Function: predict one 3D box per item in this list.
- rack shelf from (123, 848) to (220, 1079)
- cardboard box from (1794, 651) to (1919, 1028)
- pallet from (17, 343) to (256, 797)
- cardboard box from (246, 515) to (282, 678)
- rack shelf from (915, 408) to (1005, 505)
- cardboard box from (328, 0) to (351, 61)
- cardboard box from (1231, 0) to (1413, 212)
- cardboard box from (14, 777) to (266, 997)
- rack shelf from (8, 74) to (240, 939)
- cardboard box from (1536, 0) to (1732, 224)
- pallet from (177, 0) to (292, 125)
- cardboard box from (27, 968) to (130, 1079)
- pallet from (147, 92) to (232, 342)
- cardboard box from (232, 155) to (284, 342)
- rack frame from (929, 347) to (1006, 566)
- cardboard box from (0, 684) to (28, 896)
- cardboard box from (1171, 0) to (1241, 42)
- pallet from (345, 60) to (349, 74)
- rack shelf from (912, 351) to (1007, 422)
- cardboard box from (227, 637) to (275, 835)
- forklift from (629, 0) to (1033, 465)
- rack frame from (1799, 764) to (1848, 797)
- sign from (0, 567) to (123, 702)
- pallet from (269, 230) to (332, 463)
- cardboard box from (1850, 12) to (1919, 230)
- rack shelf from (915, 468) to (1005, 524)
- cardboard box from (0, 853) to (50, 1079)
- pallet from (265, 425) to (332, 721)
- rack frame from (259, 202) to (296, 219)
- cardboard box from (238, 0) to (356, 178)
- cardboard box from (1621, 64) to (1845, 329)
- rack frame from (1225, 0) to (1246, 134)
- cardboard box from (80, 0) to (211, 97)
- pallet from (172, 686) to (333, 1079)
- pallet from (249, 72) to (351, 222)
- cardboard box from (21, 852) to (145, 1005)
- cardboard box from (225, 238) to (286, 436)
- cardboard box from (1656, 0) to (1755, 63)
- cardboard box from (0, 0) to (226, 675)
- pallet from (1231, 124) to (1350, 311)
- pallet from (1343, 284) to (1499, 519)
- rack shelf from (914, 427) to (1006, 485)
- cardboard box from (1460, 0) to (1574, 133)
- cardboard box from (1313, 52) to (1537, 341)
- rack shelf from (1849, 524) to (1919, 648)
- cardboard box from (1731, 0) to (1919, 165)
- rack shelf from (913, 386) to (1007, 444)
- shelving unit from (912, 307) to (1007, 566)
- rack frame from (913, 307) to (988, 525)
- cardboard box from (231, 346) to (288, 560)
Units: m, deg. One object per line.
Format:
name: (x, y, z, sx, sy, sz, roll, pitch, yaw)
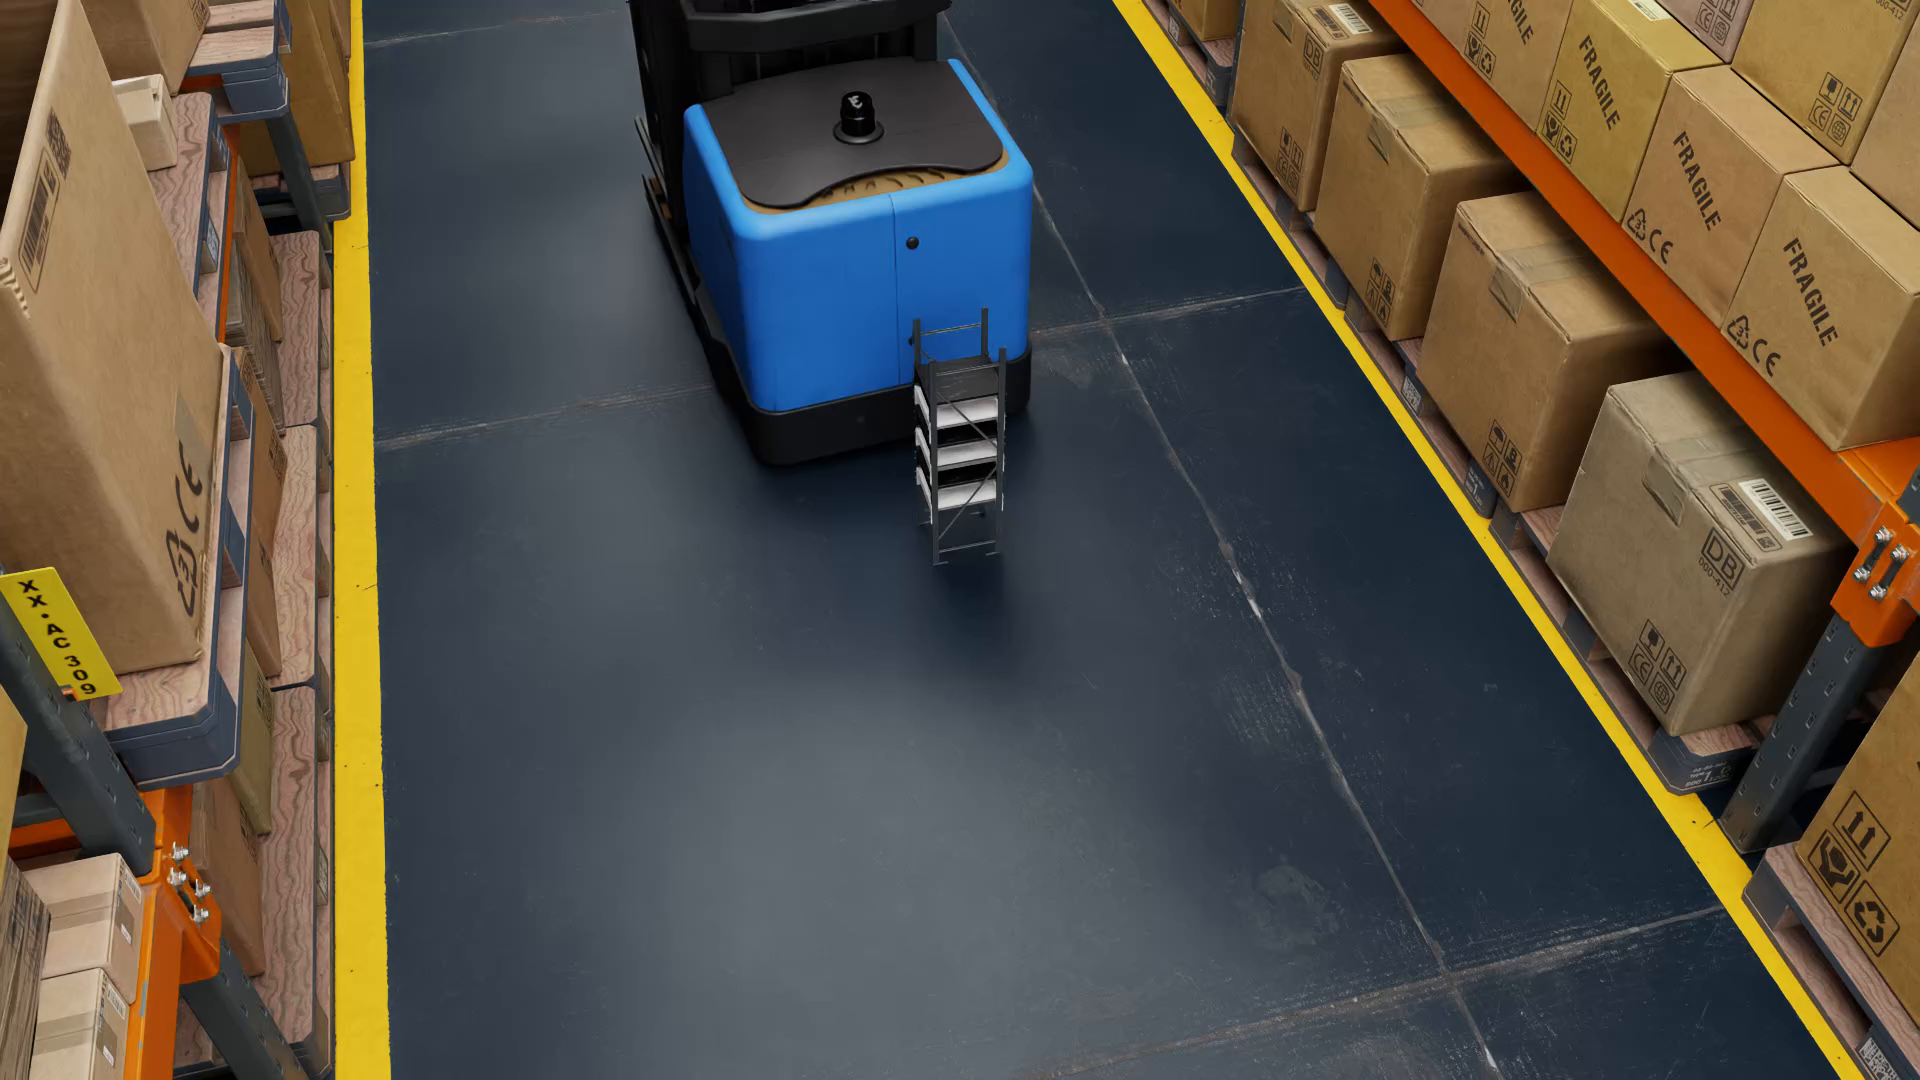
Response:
rack shelf: (-1.570, 2.209, 1.989, 1.077, 0.370, 4.000, -11, 47, -10)
cardboard box: (2.832, 0.783, 4.076, 0.875, 0.875, 0.875, -10, 46, -10)
pallet: (-2.137, 0.089, 3.697, 1.003, 0.211, 1.213, -11, 47, -10)
cardboard box: (-2.466, 0.150, 4.945, 0.700, 0.500, 0.500, -14, 47, -14)
rack shelf: (-0.002, -0.295, 5.460, 0.258, 0.252, 0.200, -11, 47, -10)
cardboard box: (-3.483, -2.686, 7.476, 1.225, 0.875, 0.875, -11, 47, -10)
cardboard box: (0.328, 0.007, 4.582, 5.455, 1.239, 5.693, -11, 47, -11)
cardboard box: (-2.218, 0.869, 4.240, 0.700, 0.500, 0.500, -14, 47, -13)
rack shelf: (-2.594, -0.553, 4.695, 1.077, 0.370, 4.000, -11, 47, -10)
cardboard box: (2.088, -1.305, 4.859, 0.500, 0.500, 0.500, -10, 46, -10)
pallet: (-2.821, -1.646, 5.397, 1.213, 0.211, 1.003, -11, 47, -10)
cardboard box: (-1.688, 0.933, 2.911, 0.380, 0.149, 0.250, -11, 47, -10)
pallet: (-2.560, -0.759, 4.528, 1.003, 0.211, 1.213, -11, 47, -10)
cardboard box: (-2.915, -1.006, 6.077, 0.700, 0.500, 0.500, -13, 47, -12)
rack frame: (0.024, -0.250, 5.365, 0.240, 0.900, 0.006, -11, 47, -10)
cardboard box: (-1.701, 0.347, 2.331, 0.500, 0.500, 0.500, -11, 47, -10)
cardboard box: (1.293, -2.701, 7.753, 0.500, 0.500, 0.500, -11, 47, -11)
pallet: (-3.544, -2.608, 8.158, 1.003, 0.211, 1.213, -11, 47, -10)
rack shelf: (6.545, -0.505, 3.555, 12.311, 2.546, 5.840, -11, 47, -10)
cardboard box: (-2.322, 0.537, 4.566, 0.700, 0.500, 0.500, -11, 47, -11)
forklift: (-4.114, -1.769, 5.432, 8.118, 2.935, 3.693, -14, 47, -13)
rack frame: (2.735, -0.260, 3.905, 0.949, 2.616, 0.053, -11, 47, -10)
sign: (-1.559, 0.169, 2.878, 0.100, 0.325, 0.005, -11, 47, -10)
pallet: (-10.761, -1.232, 6.809, 15.783, 0.211, 6.755, -11, 47, -10)
cardboard box: (2.606, -0.988, 3.848, 0.700, 0.500, 0.500, -11, 47, -11)
rack shelf: (-0.002, -0.171, 5.586, 0.258, 0.077, 0.200, -11, 47, -10)
cardboard box: (-2.026, 0.759, 2.628, 0.875, 0.500, 0.500, -11, 47, -10)
pallet: (-2.599, 0.171, 5.435, 1.003, 0.211, 1.213, -11, 47, -10)
rack frame: (-3.103, -2.186, 5.792, 0.949, 2.616, 0.053, -11, 47, -10)
cardboard box: (-3.262, -2.069, 6.871, 1.225, 0.875, 0.875, -13, 47, -12)
cardboard box: (2.217, -0.956, 4.517, 0.500, 0.500, 0.500, -11, 47, -11)
rack frame: (1.715, -3.023, 6.612, 1.000, 3.000, 0.127, -11, 47, -10)
cardboard box: (-2.689, -1.635, 4.888, 0.700, 0.500, 0.500, -4, 46, -4)
pallet: (-2.283, 1.015, 4.608, 1.003, 0.211, 1.213, -11, 47, -10)
pallet: (-3.235, -1.768, 7.334, 1.003, 0.211, 1.213, -11, 47, -10)
cardboard box: (-1.743, 0.759, 3.082, 0.380, 0.149, 0.250, -11, 47, -10)
cardboard box: (-2.761, -0.625, 5.704, 0.700, 0.500, 0.500, -14, 47, -14)
cardboard box: (2.343, -1.691, 4.537, 0.700, 0.500, 0.500, -10, 46, -10)
cardboard box: (-2.150, -0.355, 3.284, 1.000, 1.000, 1.000, -10, 46, -10)
pallet: (1.844, -1.488, 7.061, 1.003, 0.211, 1.213, -11, 47, -10)
pallet: (2.152, -0.648, 6.237, 1.003, 0.211, 1.213, -11, 47, -10)
rack shelf: (-0.002, -0.297, 5.458, 0.258, 0.077, 0.200, -11, 47, -10)
cardboard box: (1.956, -1.655, 5.202, 0.500, 0.500, 0.500, -11, 47, -11)
cardboard box: (2.011, -1.342, 6.246, 1.050, 0.750, 0.750, -10, 46, -10)
rack shelf: (3.251, 1.372, 2.809, 1.077, 0.370, 4.000, -11, 47, -10)
cardboard box: (2.472, -1.342, 4.195, 0.700, 0.500, 0.500, -11, 47, -11)
rack shelf: (-0.002, -0.423, 5.329, 0.258, 0.077, 0.200, -11, 47, -10)
shelving unit: (6.545, -0.280, 3.788, 12.311, 3.194, 5.845, -11, 47, -10)
rack frame: (-0.028, -0.391, 5.503, 0.240, 0.900, 0.006, -11, 47, -10)
cardboard box: (-2.609, -0.235, 5.322, 0.700, 0.500, 0.500, -7, 46, -7)
